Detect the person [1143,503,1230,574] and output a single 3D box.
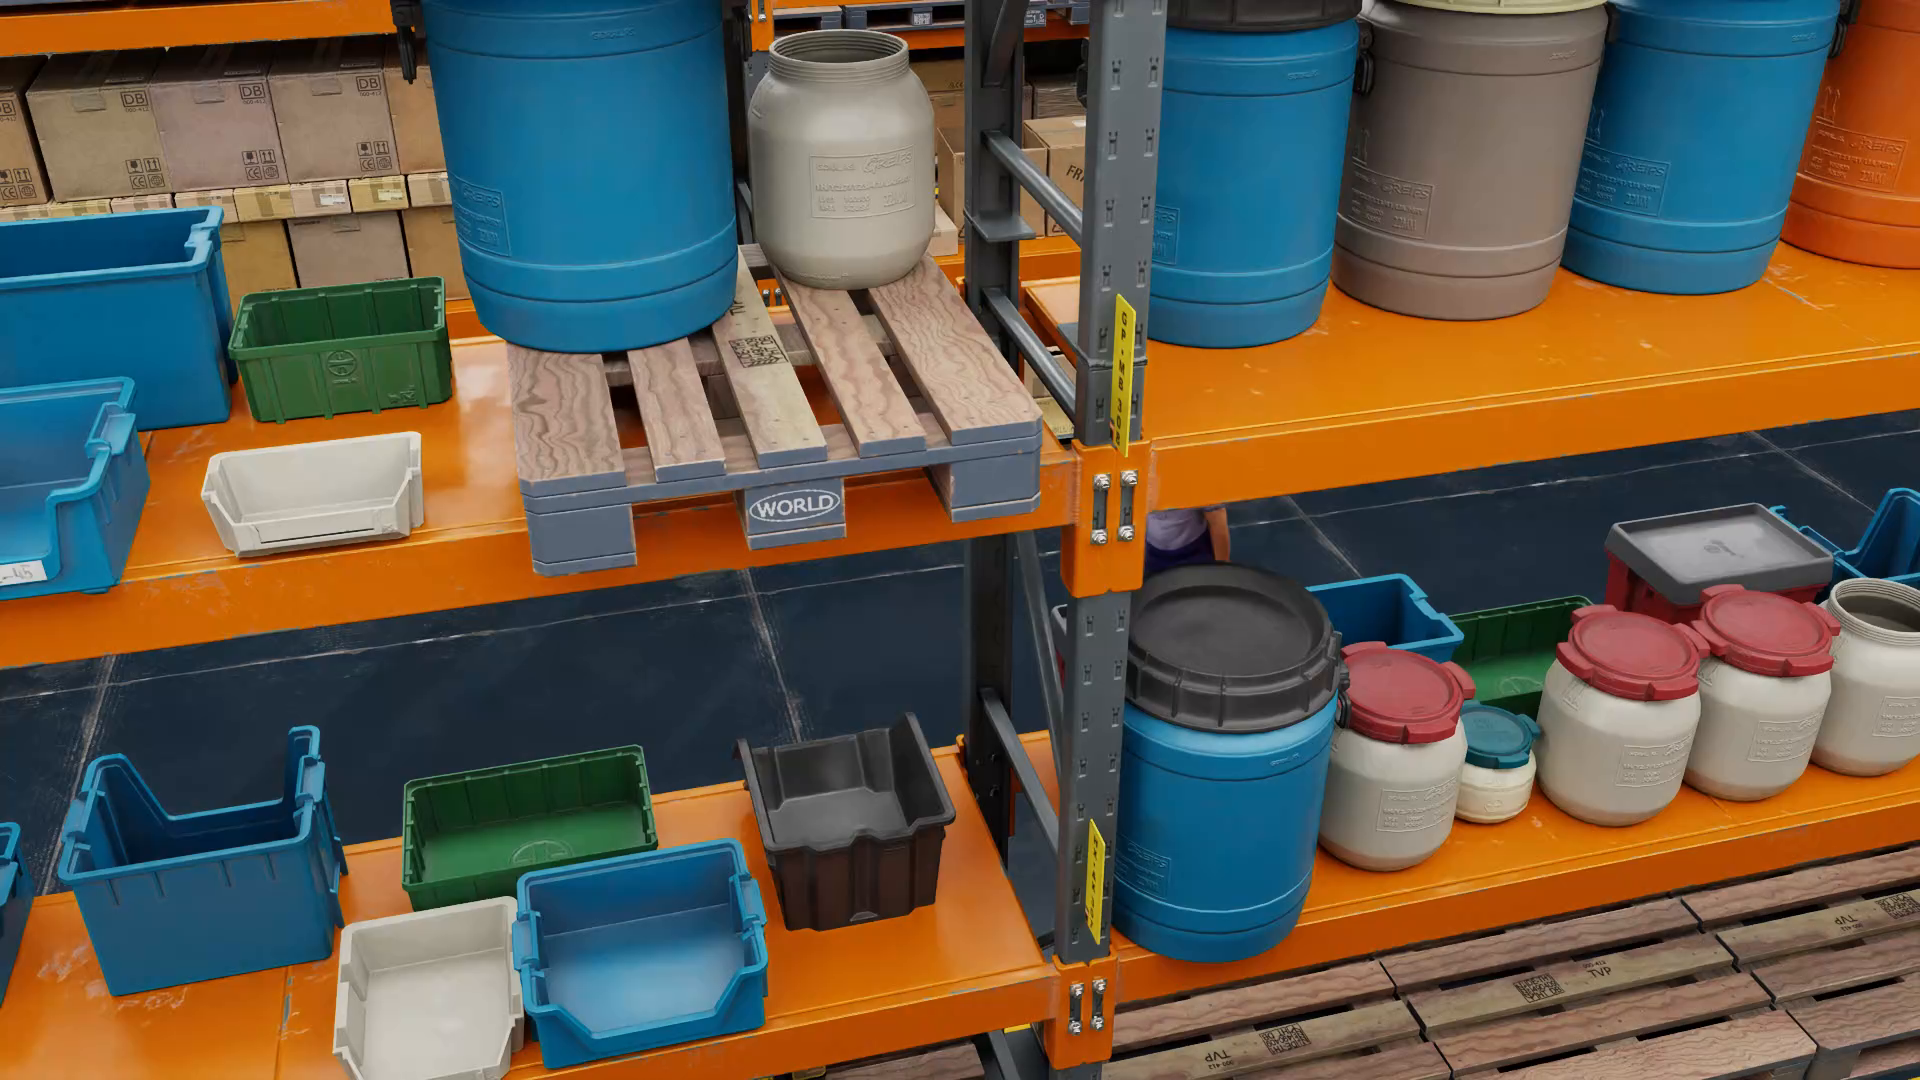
[{"bbox_3d":[0.931,0.094,7.012,0.501,1.681,0.512,-12,33,-19],"label":"person"}]
